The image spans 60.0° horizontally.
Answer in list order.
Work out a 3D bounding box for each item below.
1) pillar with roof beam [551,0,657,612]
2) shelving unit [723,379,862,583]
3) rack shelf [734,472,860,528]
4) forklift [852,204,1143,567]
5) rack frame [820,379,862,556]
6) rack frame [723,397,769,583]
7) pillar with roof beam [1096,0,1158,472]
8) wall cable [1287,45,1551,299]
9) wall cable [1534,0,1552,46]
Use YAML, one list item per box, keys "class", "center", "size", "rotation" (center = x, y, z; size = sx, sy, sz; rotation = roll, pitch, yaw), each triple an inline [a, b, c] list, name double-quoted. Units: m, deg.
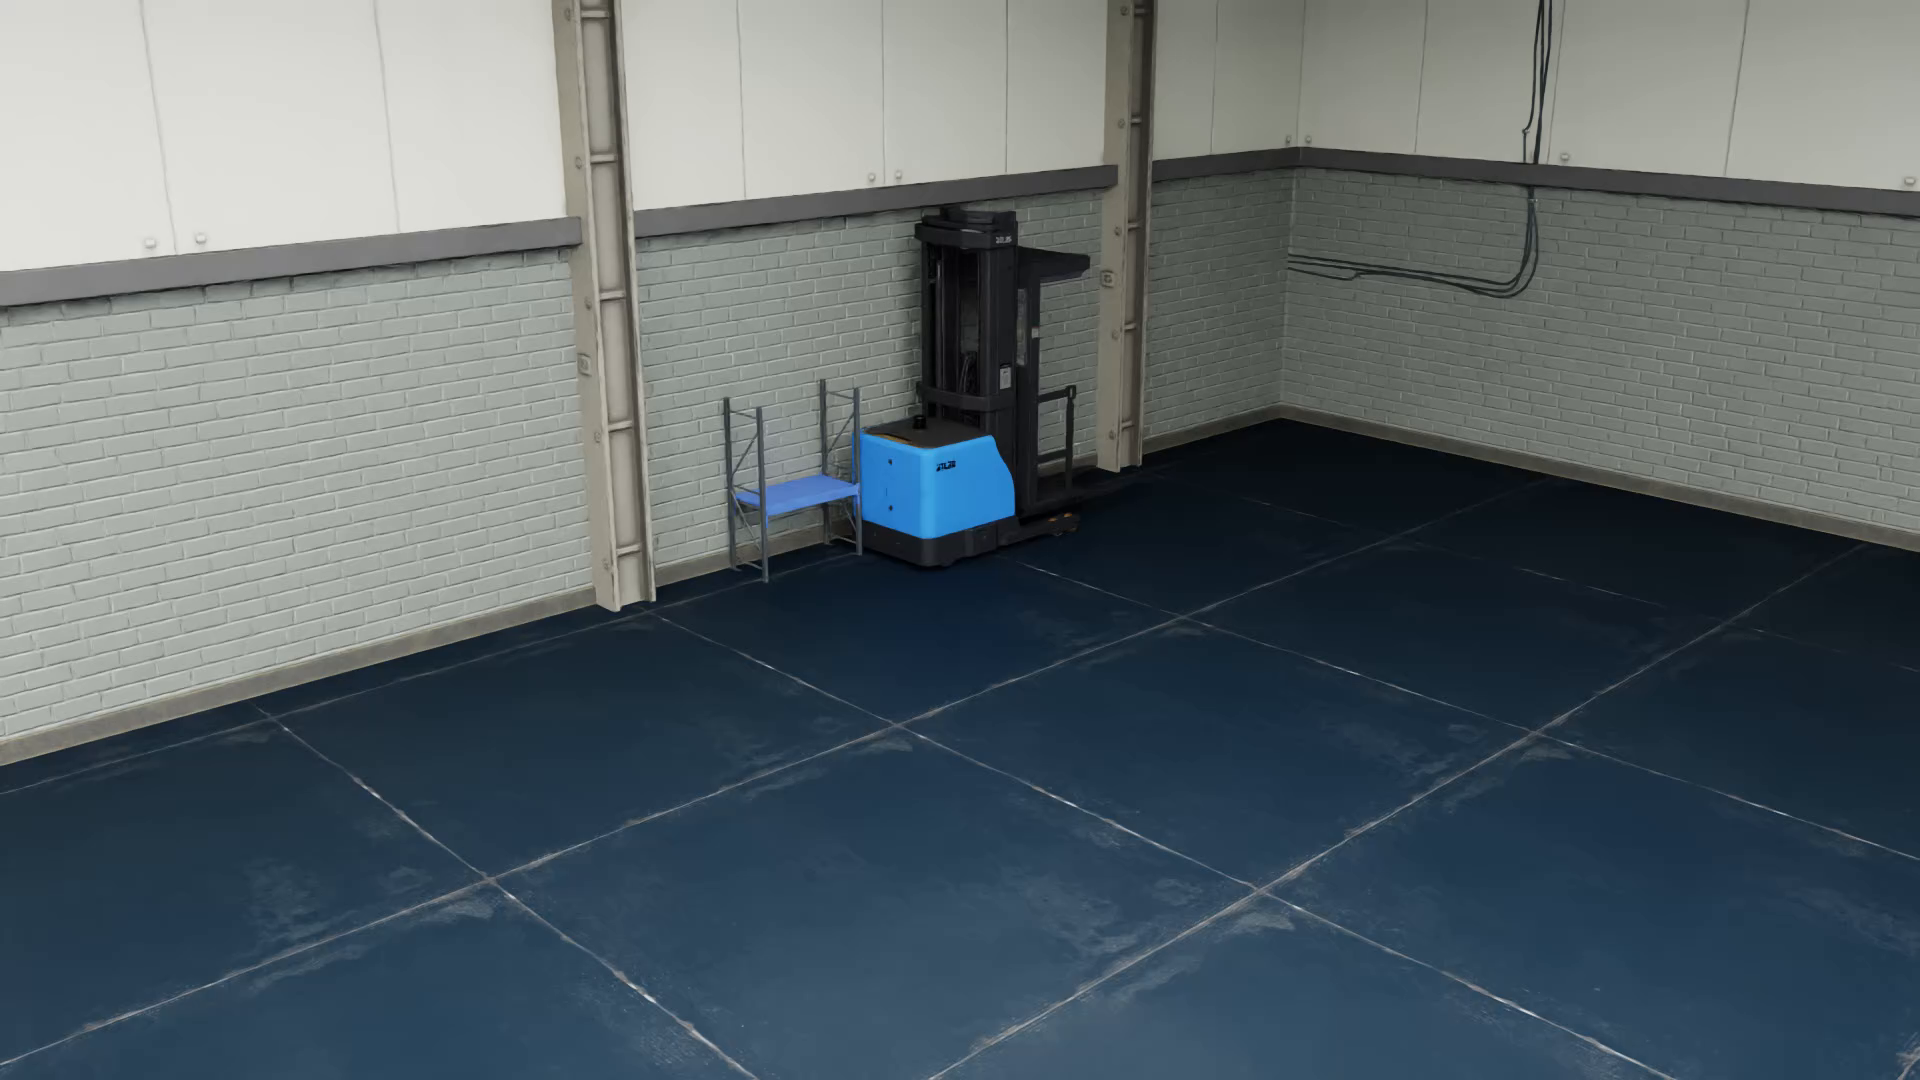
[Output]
- class: "pillar with roof beam"
  center: [0.254, -2.817, 9.084]
  size: [0.400, 9.000, 9.100]
  rotation: [-16, 24, -41]
- class: "shelving unit"
  center: [-1.409, -0.523, 14.166]
  size: [1.048, 1.500, 0.538]
  rotation: [-16, 24, -41]
- class: "rack shelf"
  center: [-1.409, -0.352, 14.221]
  size: [1.000, 0.185, 0.538]
  rotation: [-16, 24, -41]
- class: "forklift"
  center: [0.453, -1.529, 14.949]
  size: [3.031, 2.935, 1.130]
  rotation: [-17, 24, -41]
- class: "rack frame"
  center: [-1.037, -0.630, 14.496]
  size: [0.032, 1.500, 0.500]
  rotation: [-16, 24, -41]
- class: "rack frame"
  center: [-1.780, -0.416, 13.835]
  size: [0.032, 1.500, 0.500]
  rotation: [-16, 24, -41]
- class: "pillar with roof beam"
  center: [4.614, -4.089, 13.005]
  size: [0.400, 9.000, 9.100]
  rotation: [-16, 24, -41]
- class: "wall cable"
  center: [4.705, -3.904, 17.471]
  size: [0.112, 2.526, 3.097]
  rotation: [-16, 24, -41]
- class: "wall cable"
  center: [6.564, -5.700, 14.822]
  size: [0.112, 2.526, 3.097]
  rotation: [-16, 24, -41]
